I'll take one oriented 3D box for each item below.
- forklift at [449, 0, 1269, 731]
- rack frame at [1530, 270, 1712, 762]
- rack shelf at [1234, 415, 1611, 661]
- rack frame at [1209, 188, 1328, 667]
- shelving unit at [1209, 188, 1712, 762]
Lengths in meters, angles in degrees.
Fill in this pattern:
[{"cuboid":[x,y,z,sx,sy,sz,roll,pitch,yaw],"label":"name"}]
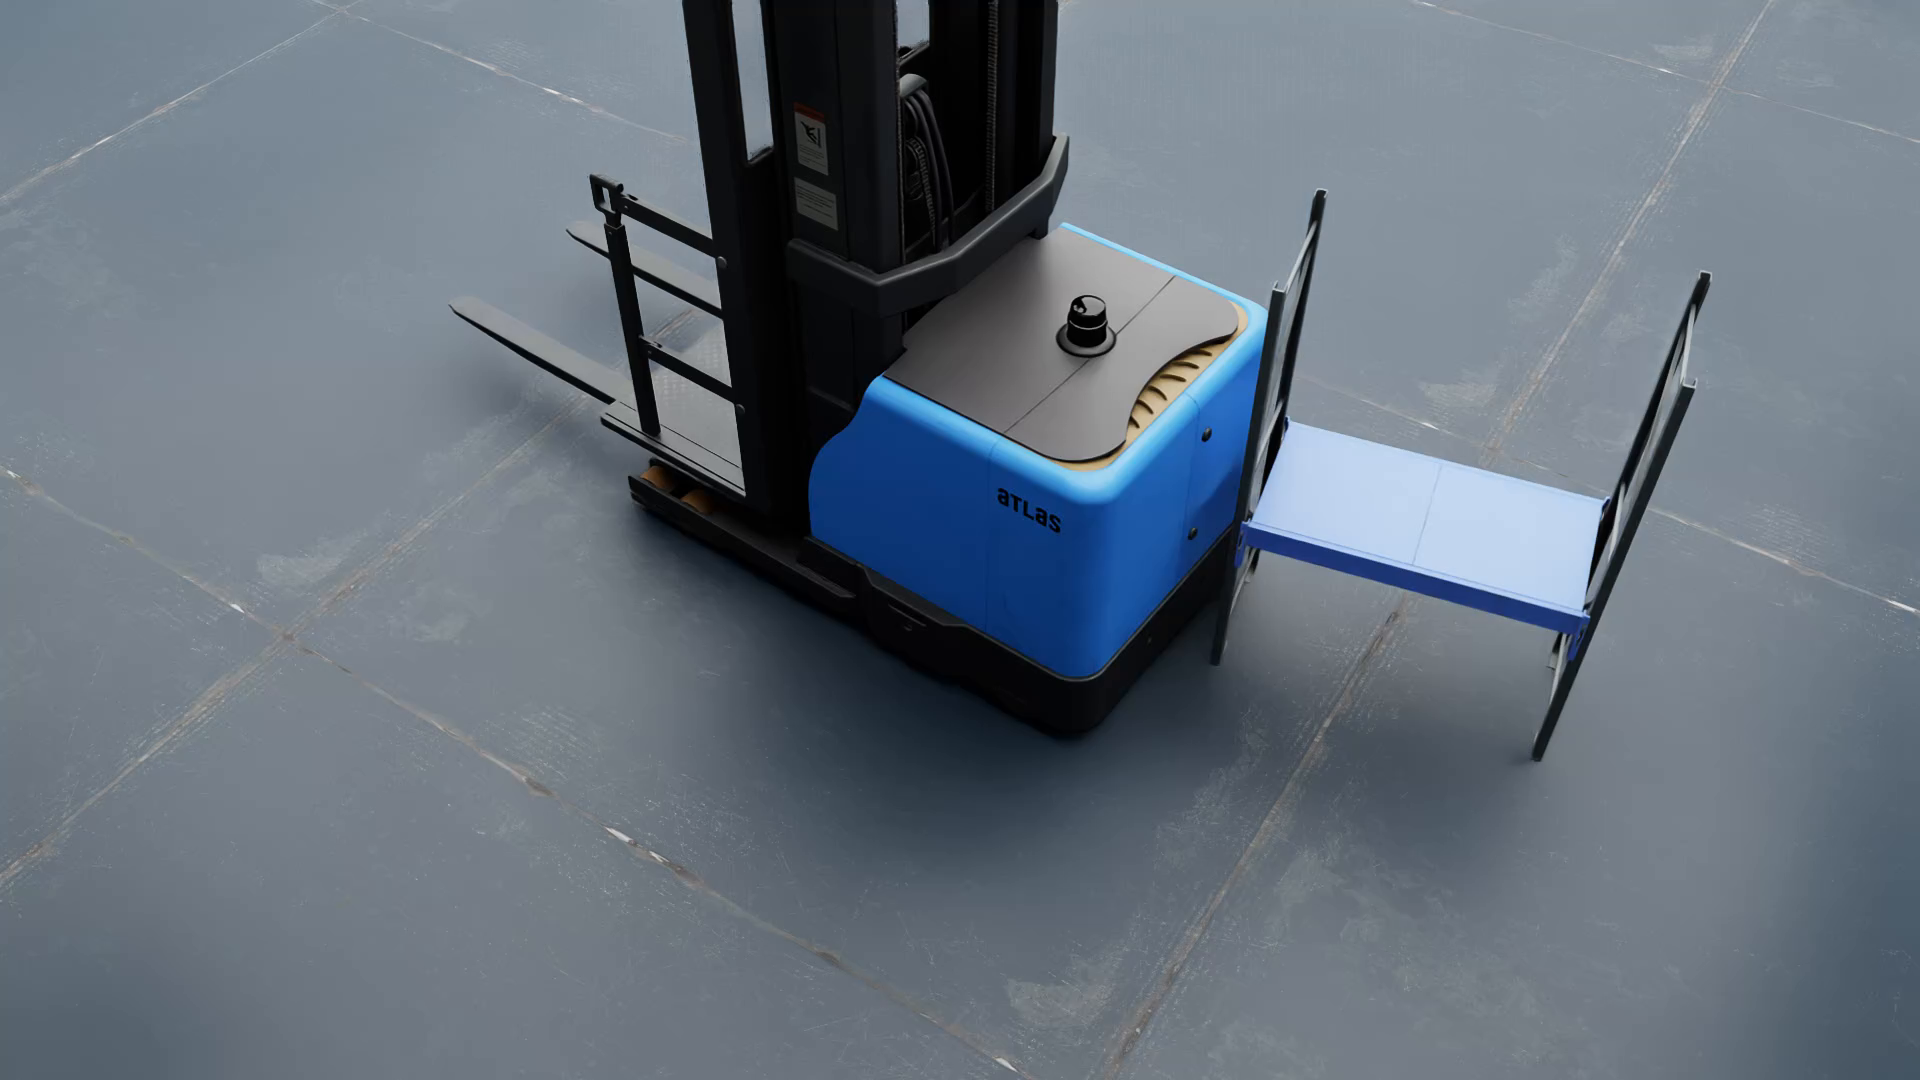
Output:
[{"cuboid":[-0.532,-1.307,4.976,3.031,2.935,1.130,28,52,25],"label":"forklift"},{"cuboid":[1.855,-0.013,4.717,0.032,1.500,0.500,16,48,15],"label":"rack frame"},{"cuboid":[1.383,-0.023,4.977,1.000,0.185,0.538,16,48,15],"label":"rack shelf"},{"cuboid":[0.912,-0.284,4.980,0.032,1.500,0.500,16,48,15],"label":"rack frame"},{"cuboid":[1.383,-0.148,4.848,1.048,1.500,0.538,16,48,15],"label":"shelving unit"}]
